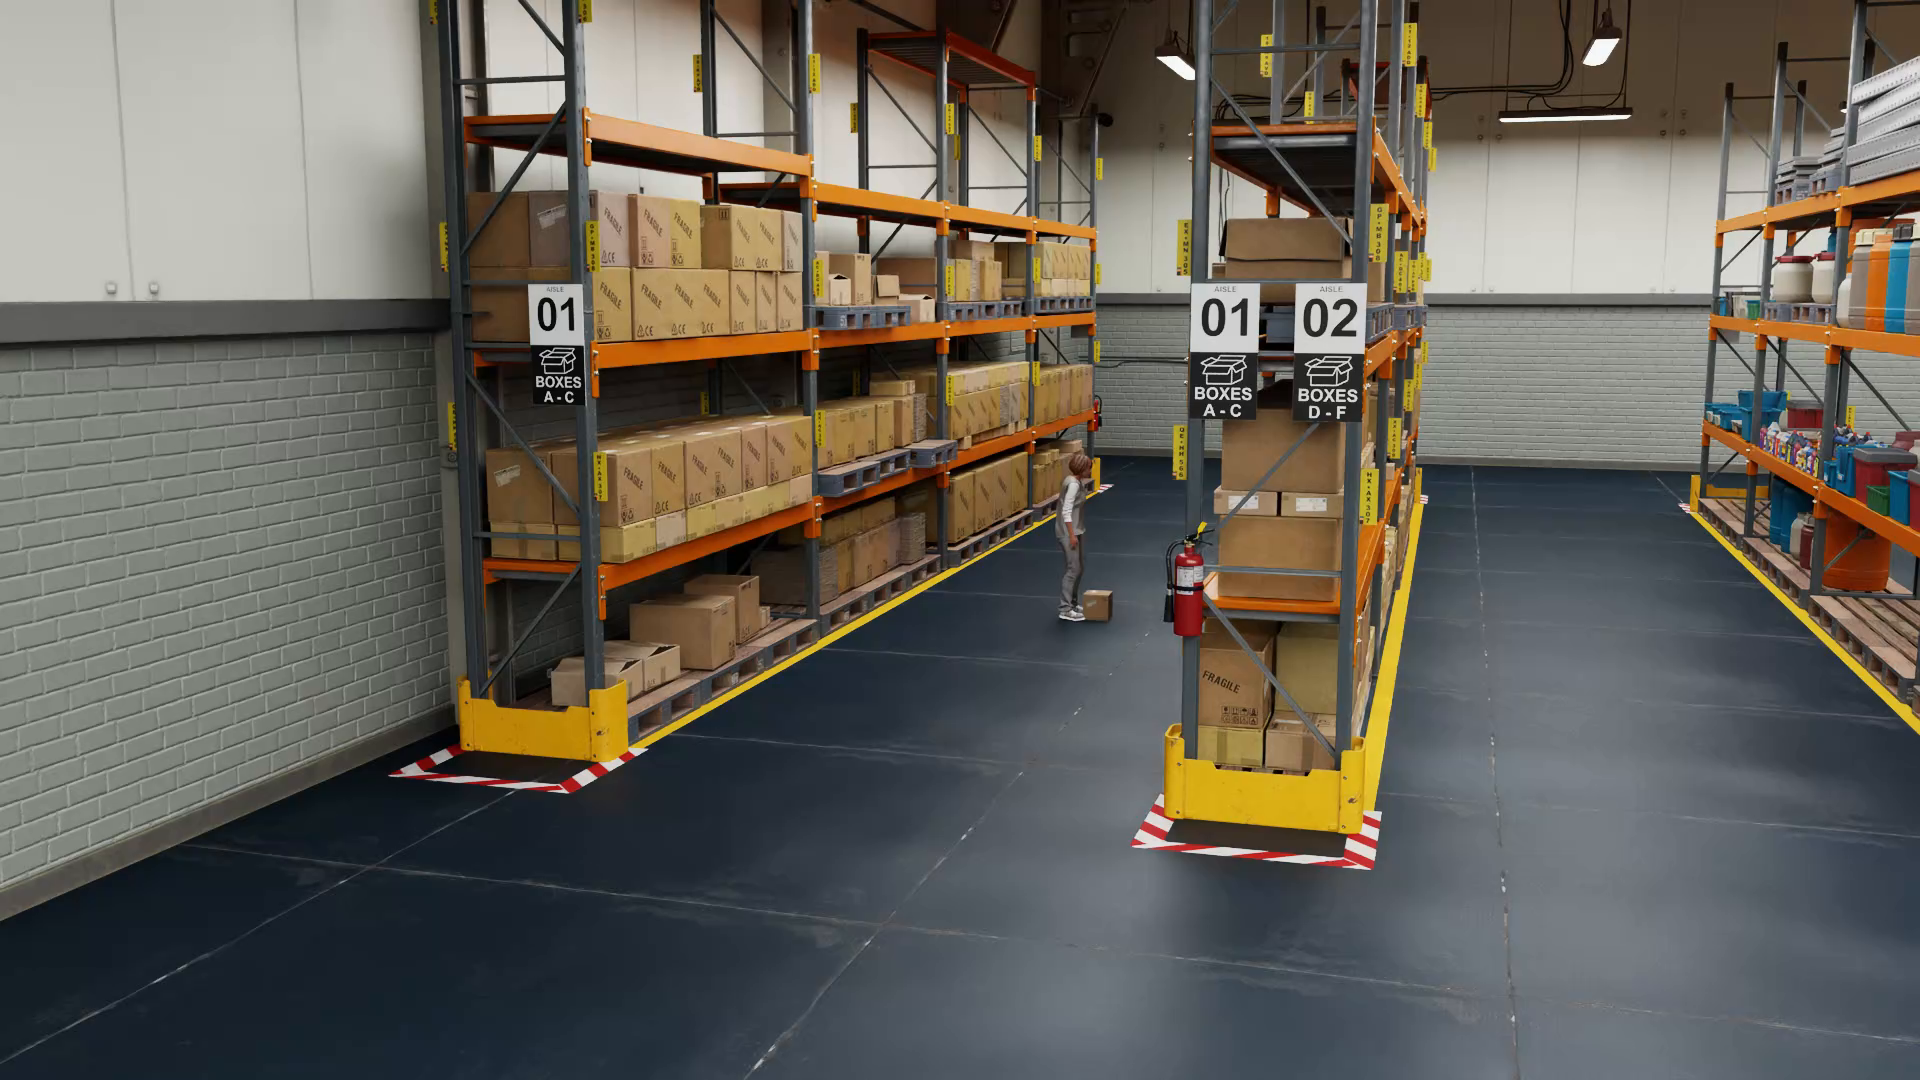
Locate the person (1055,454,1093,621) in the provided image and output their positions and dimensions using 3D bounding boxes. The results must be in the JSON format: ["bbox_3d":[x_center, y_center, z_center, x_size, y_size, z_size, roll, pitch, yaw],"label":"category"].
[{"bbox_3d":[1.099,-0.037,16.126,0.345,1.592,0.477,2,9,13],"label":"person"}]
